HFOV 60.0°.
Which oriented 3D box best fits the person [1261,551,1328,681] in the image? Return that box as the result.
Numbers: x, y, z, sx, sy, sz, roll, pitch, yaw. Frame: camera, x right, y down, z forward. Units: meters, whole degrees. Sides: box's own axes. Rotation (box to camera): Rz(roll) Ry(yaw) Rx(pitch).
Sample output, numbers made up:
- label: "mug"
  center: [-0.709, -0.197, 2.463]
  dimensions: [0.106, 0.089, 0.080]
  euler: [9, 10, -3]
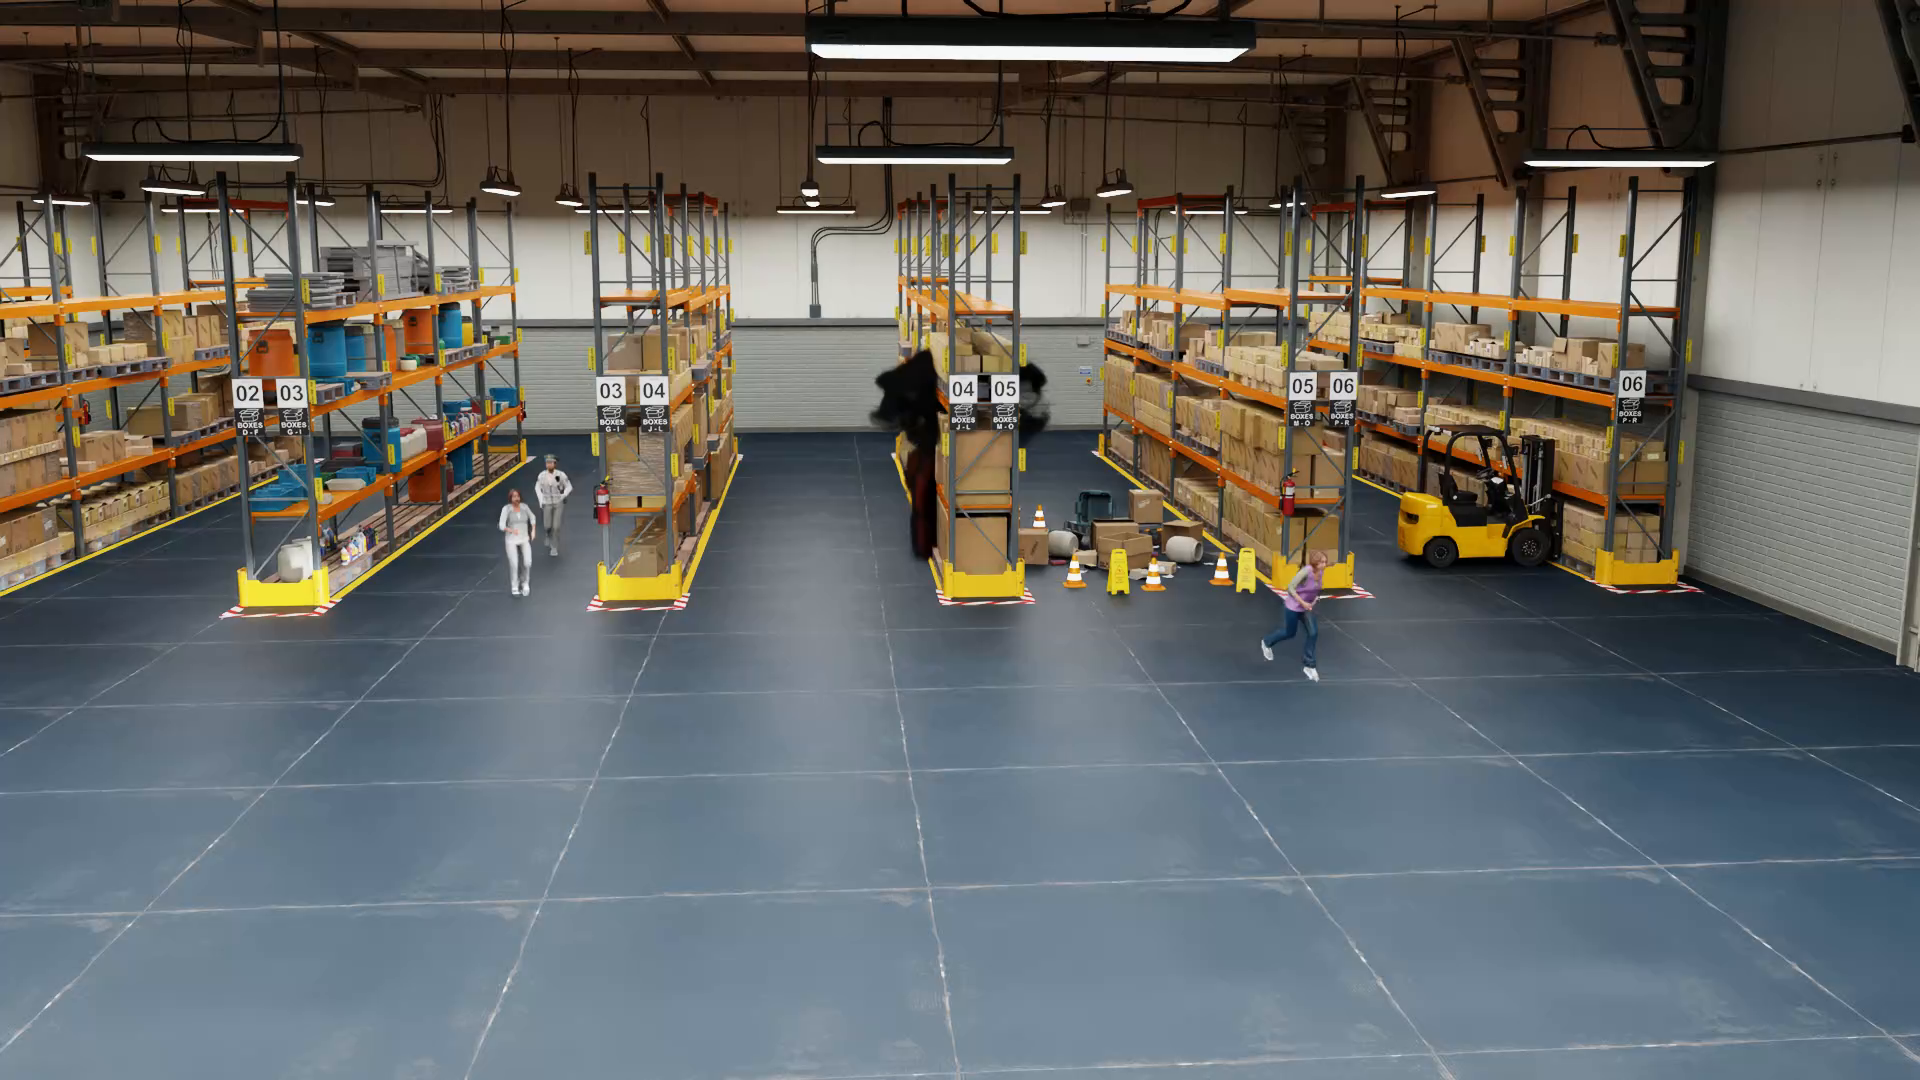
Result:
- label: "person"
  center: [3.952, 0.837, 19.693]
  dimensions: [0.570, 1.547, 0.915]
  euler: [-9, 13, -41]

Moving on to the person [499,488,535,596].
- label: "person"
  center: [-6.332, 0.052, 23.892]
  dimensions: [0.559, 1.574, 0.628]
  euler: [-5, 11, -26]

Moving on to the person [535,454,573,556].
- label: "person"
  center: [-6.667, -0.587, 27.302]
  dimensions: [0.609, 1.671, 0.565]
  euler: [-1, 10, -5]

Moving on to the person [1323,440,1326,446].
- label: "person"
  center: [6.616, -1.366, 31.583]
  dimensions: [0.646, 1.679, 0.671]
  euler: [-1, 10, -8]
